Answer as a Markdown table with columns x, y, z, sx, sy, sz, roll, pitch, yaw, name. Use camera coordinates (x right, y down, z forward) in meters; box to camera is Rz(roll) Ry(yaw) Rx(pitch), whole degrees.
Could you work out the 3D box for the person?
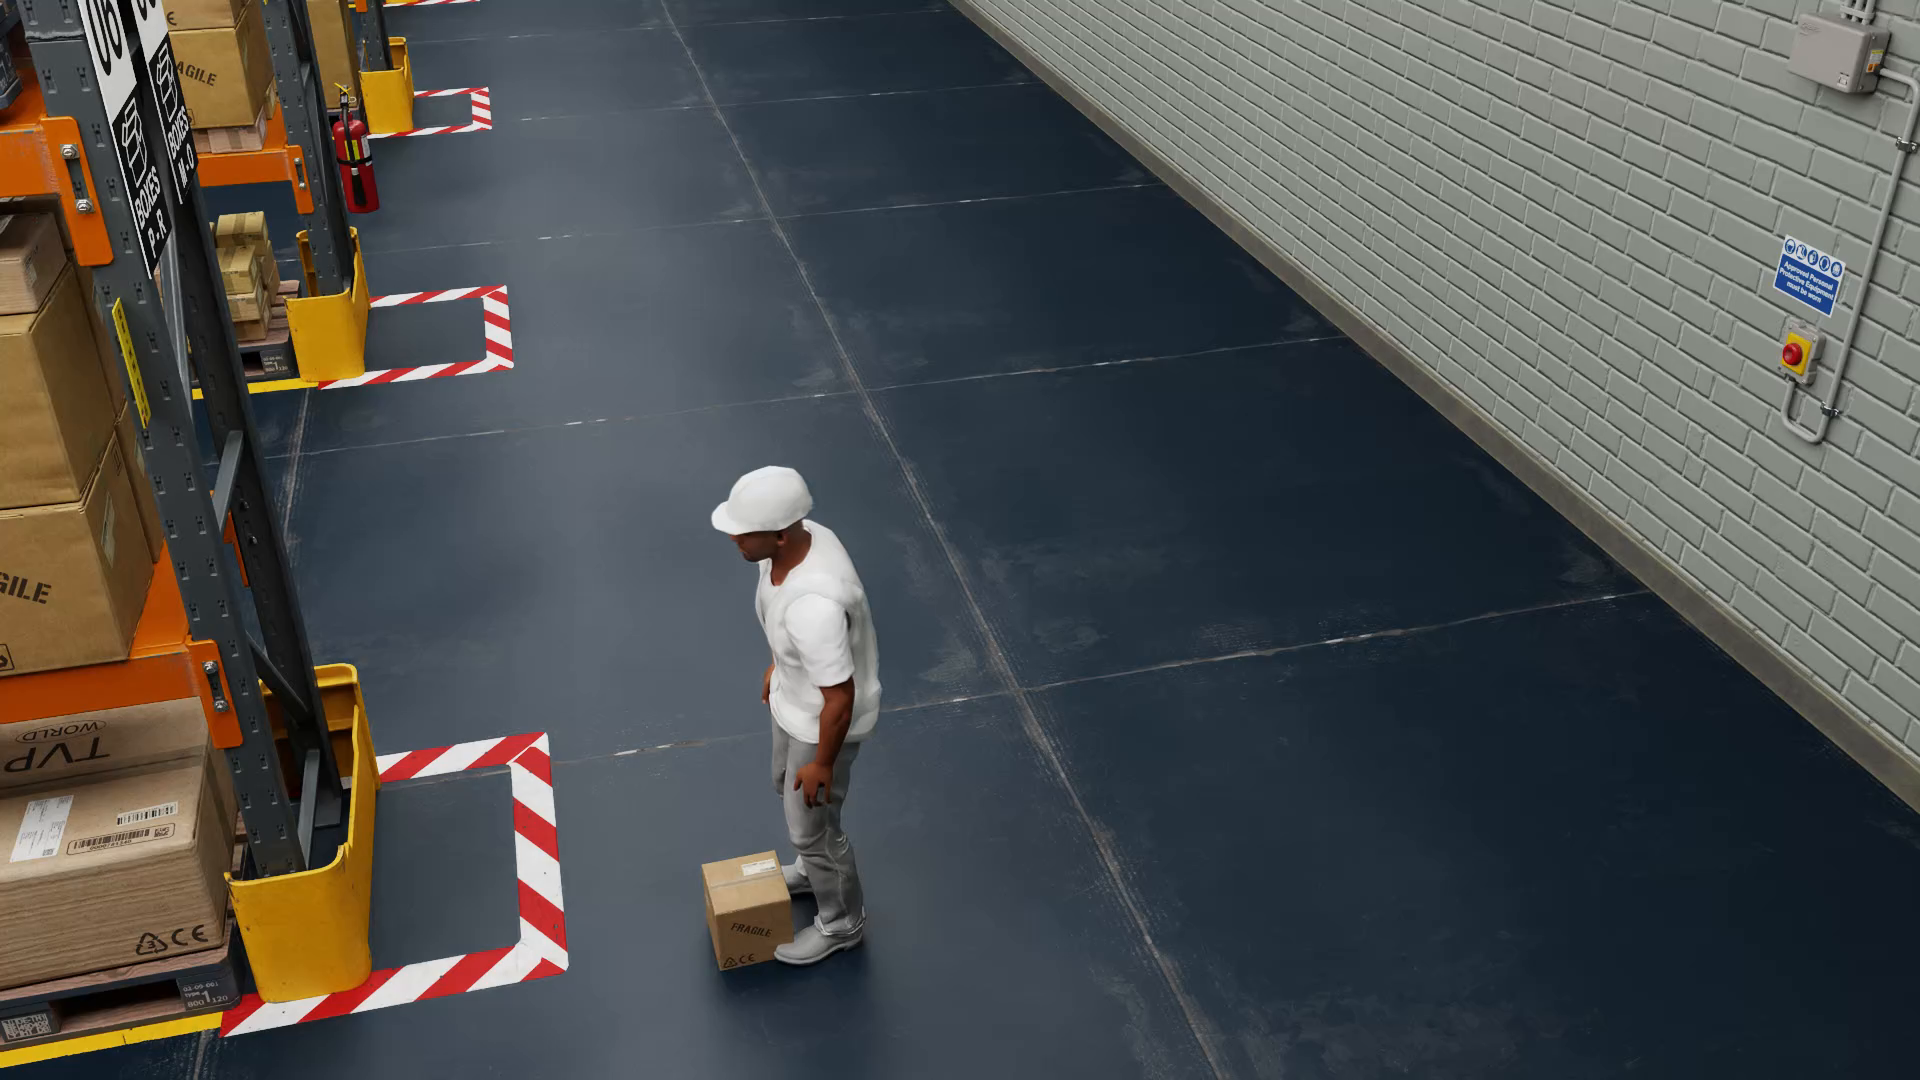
| x | y | z | sx | sy | sz | roll | pitch | yaw | name |
| --- | --- | --- | --- | --- | --- | --- | --- | --- | --- |
| -0.490 | 0.538 | 5.183 | 0.463 | 1.760 | 0.634 | -8 | 31 | -14 | person |
